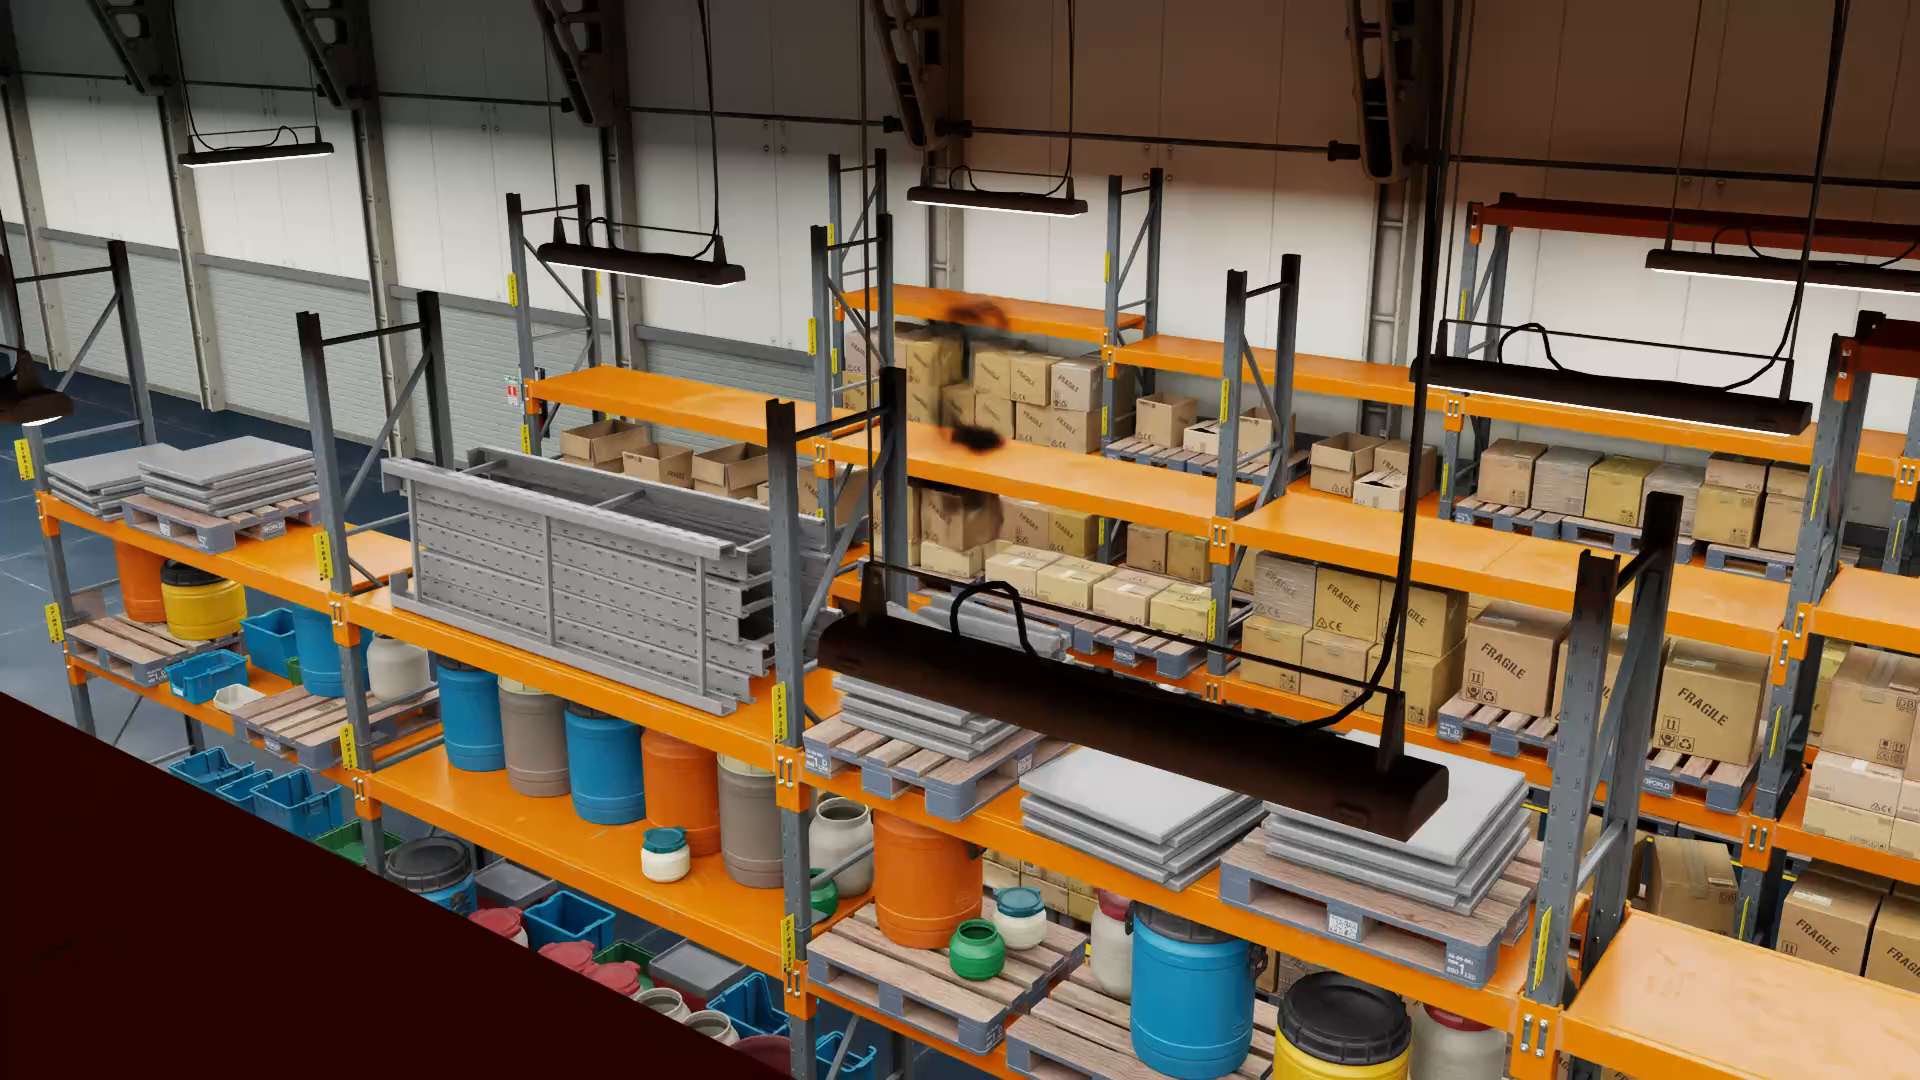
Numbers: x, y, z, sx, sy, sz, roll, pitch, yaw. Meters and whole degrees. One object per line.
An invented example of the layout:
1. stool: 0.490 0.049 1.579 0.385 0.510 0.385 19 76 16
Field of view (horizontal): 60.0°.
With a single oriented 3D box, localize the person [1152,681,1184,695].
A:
1. person: 2.107 1.862 16.937 0.724 1.654 0.625 9 21 26
